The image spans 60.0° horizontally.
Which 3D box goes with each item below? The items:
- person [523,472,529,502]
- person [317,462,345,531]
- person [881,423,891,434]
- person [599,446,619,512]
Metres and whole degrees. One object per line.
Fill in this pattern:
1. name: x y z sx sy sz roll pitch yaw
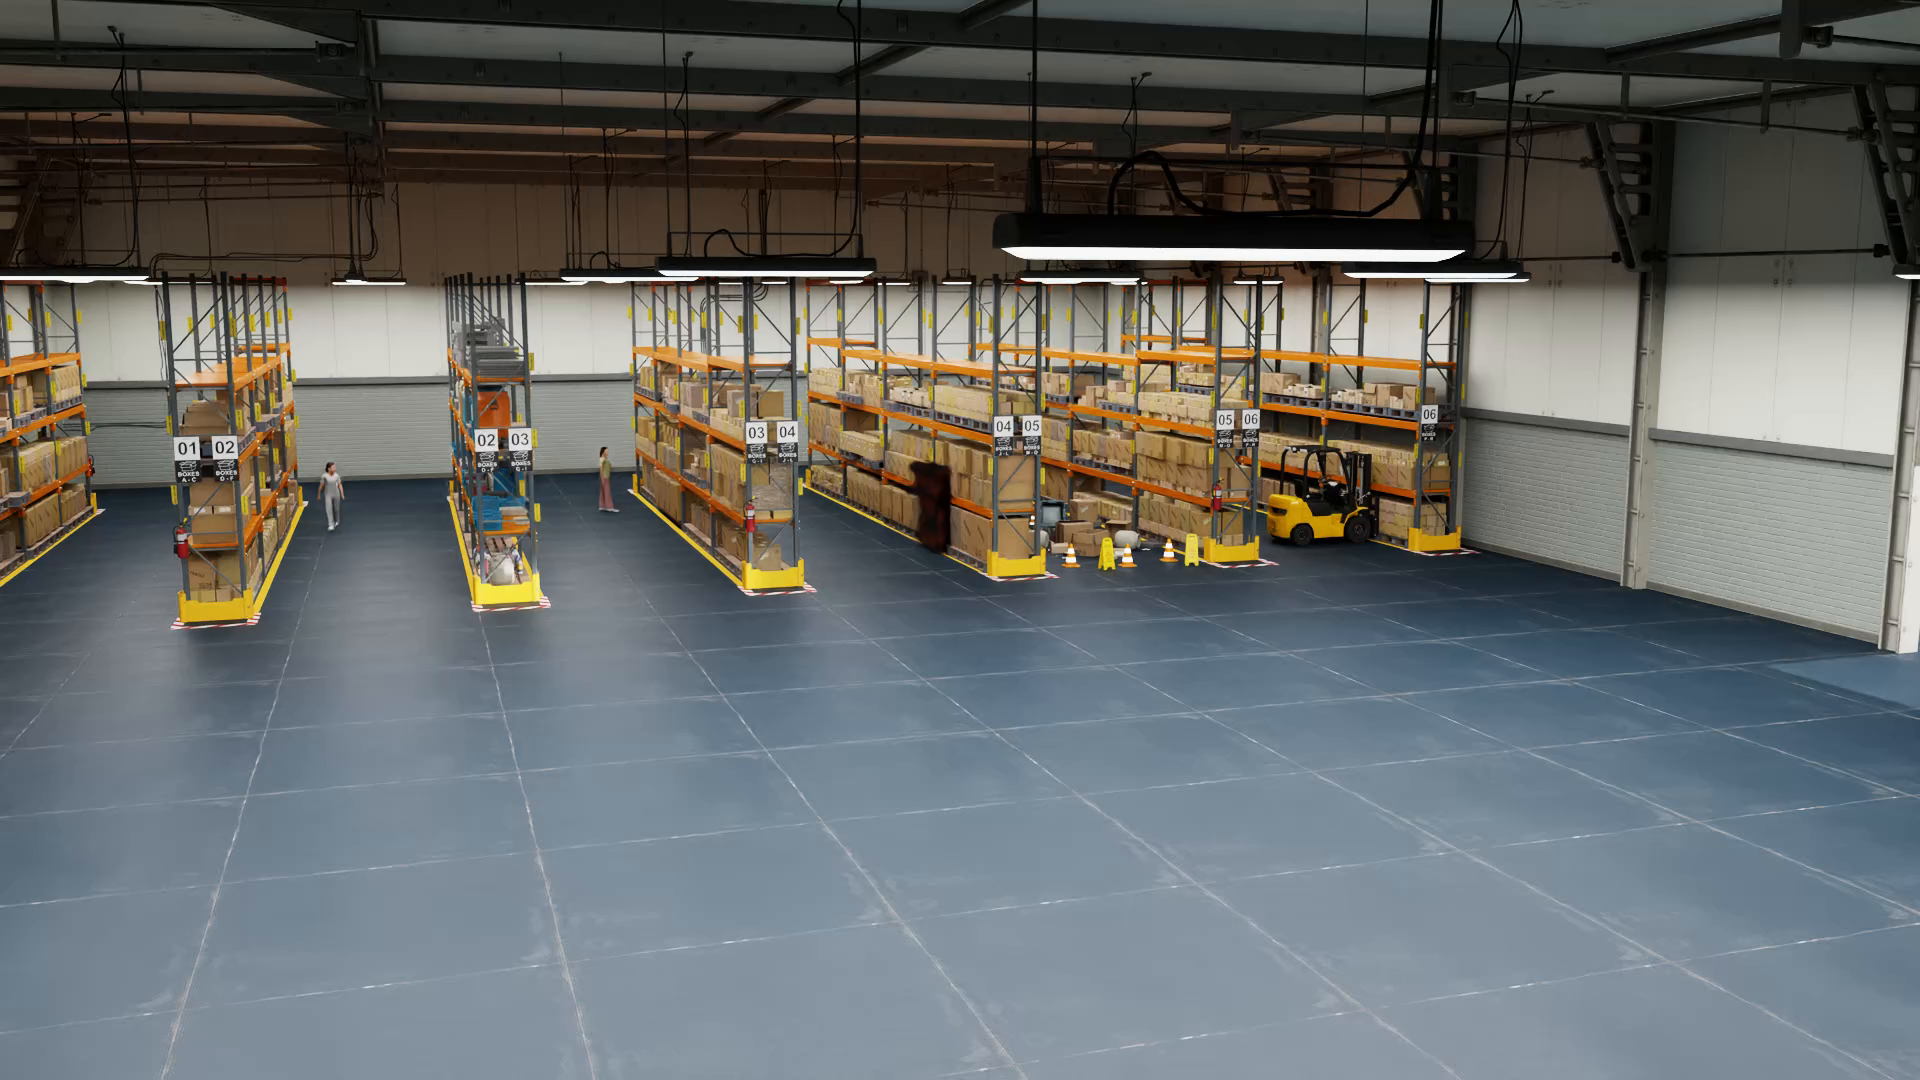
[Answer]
1. person: -11.847 -1.925 45.137 0.477 1.736 0.582 -1 9 -4
2. person: -15.003 -1.053 39.630 0.618 1.619 1.061 -4 9 -23
3. person: -2.397 -2.798 50.841 0.557 1.800 0.476 4 9 25
4. person: -9.098 -1.577 42.965 0.513 1.688 0.472 -1 9 -7
